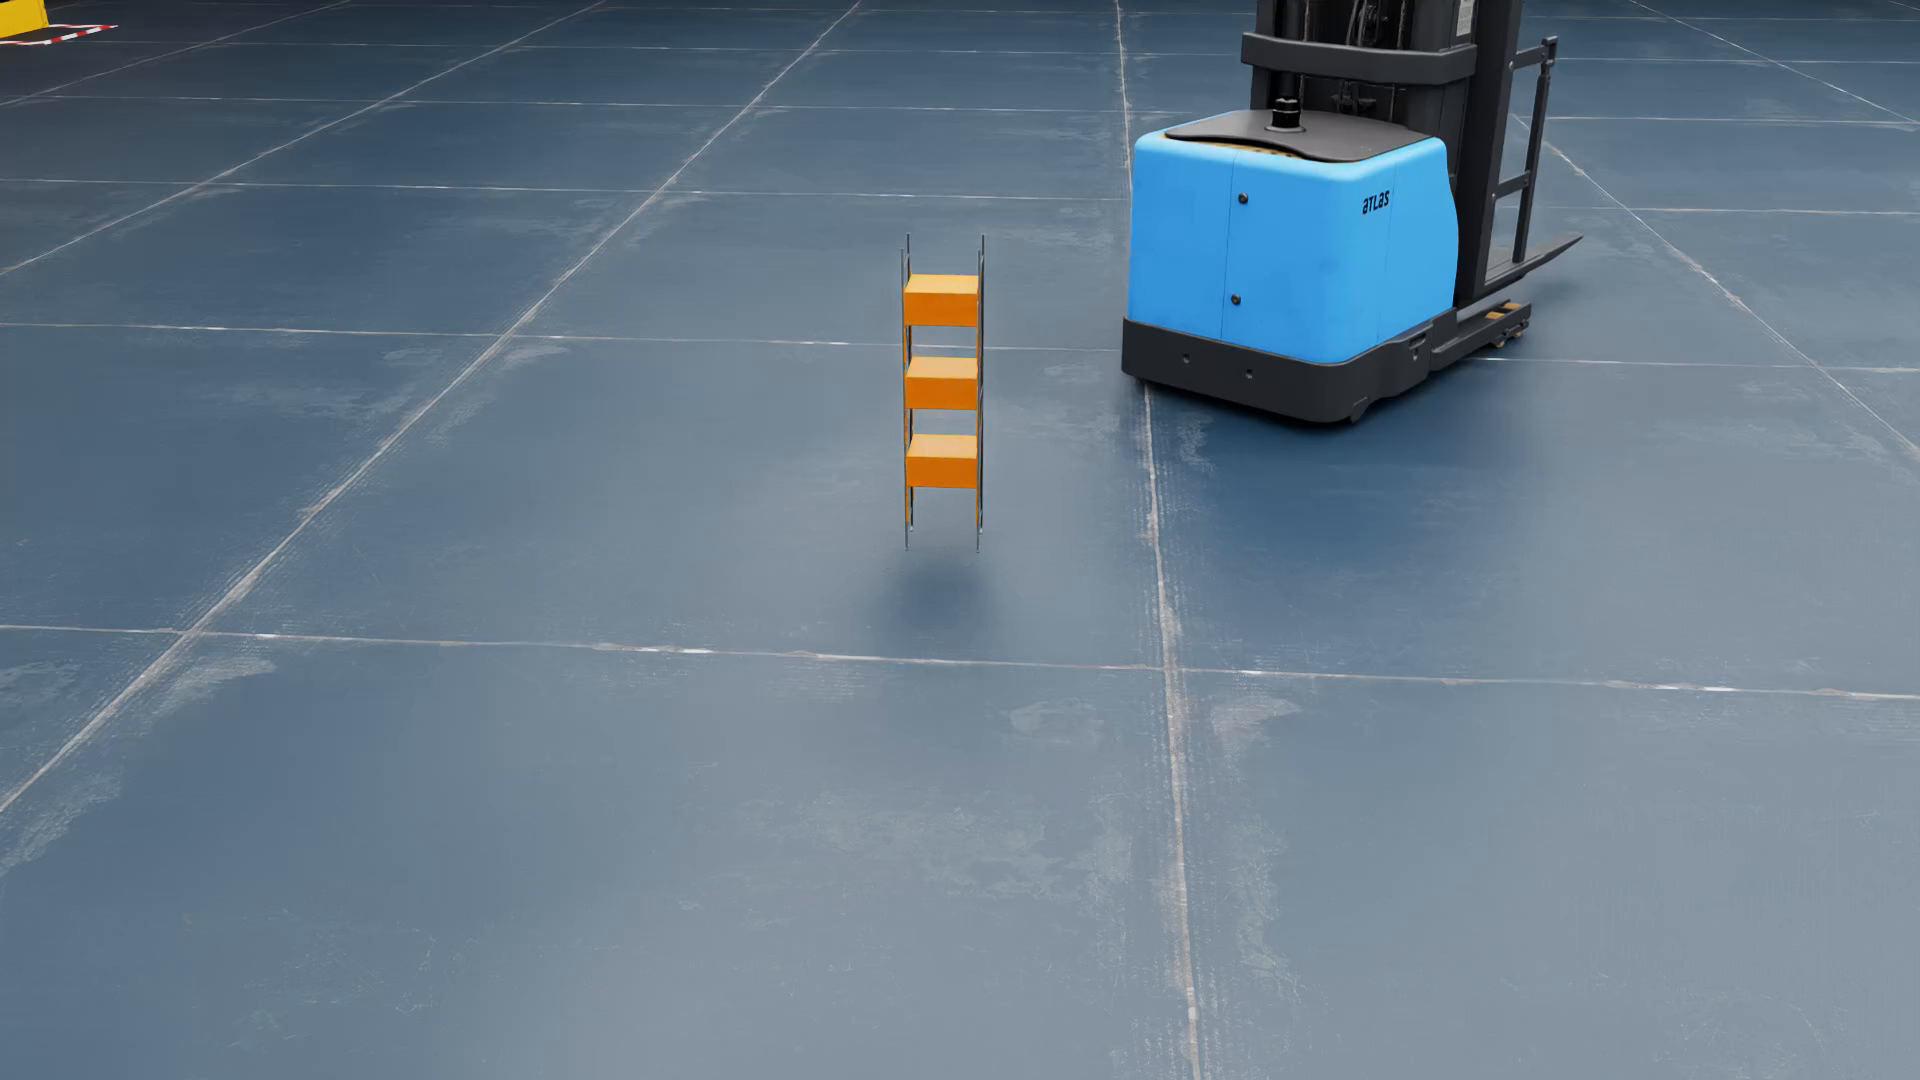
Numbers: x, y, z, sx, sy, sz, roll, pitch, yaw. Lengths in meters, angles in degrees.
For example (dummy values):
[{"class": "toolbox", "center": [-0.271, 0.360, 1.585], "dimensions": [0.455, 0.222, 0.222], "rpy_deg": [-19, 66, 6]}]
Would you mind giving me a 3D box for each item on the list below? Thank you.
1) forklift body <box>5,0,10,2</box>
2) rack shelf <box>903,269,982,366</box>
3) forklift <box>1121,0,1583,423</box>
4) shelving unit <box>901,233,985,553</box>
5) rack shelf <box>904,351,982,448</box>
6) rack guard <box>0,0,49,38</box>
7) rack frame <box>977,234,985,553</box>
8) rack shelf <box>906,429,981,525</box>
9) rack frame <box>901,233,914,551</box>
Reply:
[{"class": "forklift body", "center": [-11.356, -7.515, 19.509], "dimensions": [1.214, 2.155, 2.313], "rpy_deg": [2, 25, 4]}, {"class": "rack shelf", "center": [-0.053, -0.727, 5.420], "dimensions": [0.240, 0.259, 0.215], "rpy_deg": [2, 25, 4]}, {"class": "forklift", "center": [2.030, -2.337, 7.322], "dimensions": [1.130, 2.935, 3.031], "rpy_deg": [19, 31, 36]}, {"class": "shelving unit", "center": [-0.053, -0.479, 5.534], "dimensions": [0.252, 1.050, 0.215], "rpy_deg": [2, 25, 4]}, {"class": "rack shelf", "center": [-0.053, -0.469, 5.539], "dimensions": [0.240, 0.259, 0.215], "rpy_deg": [2, 25, 4]}, {"class": "rack guard", "center": [-9.778, -5.398, 16.884], "dimensions": [0.348, 0.500, 1.175], "rpy_deg": [2, 25, 4]}, {"class": "rack frame", "center": [0.068, -0.475, 5.526], "dimensions": [0.008, 1.050, 0.200], "rpy_deg": [2, 25, 4]}, {"class": "rack shelf", "center": [-0.053, -0.217, 5.655], "dimensions": [0.240, 0.259, 0.215], "rpy_deg": [2, 25, 4]}, {"class": "rack frame", "center": [-0.175, -0.483, 5.543], "dimensions": [0.008, 1.050, 0.200], "rpy_deg": [2, 25, 4]}]
